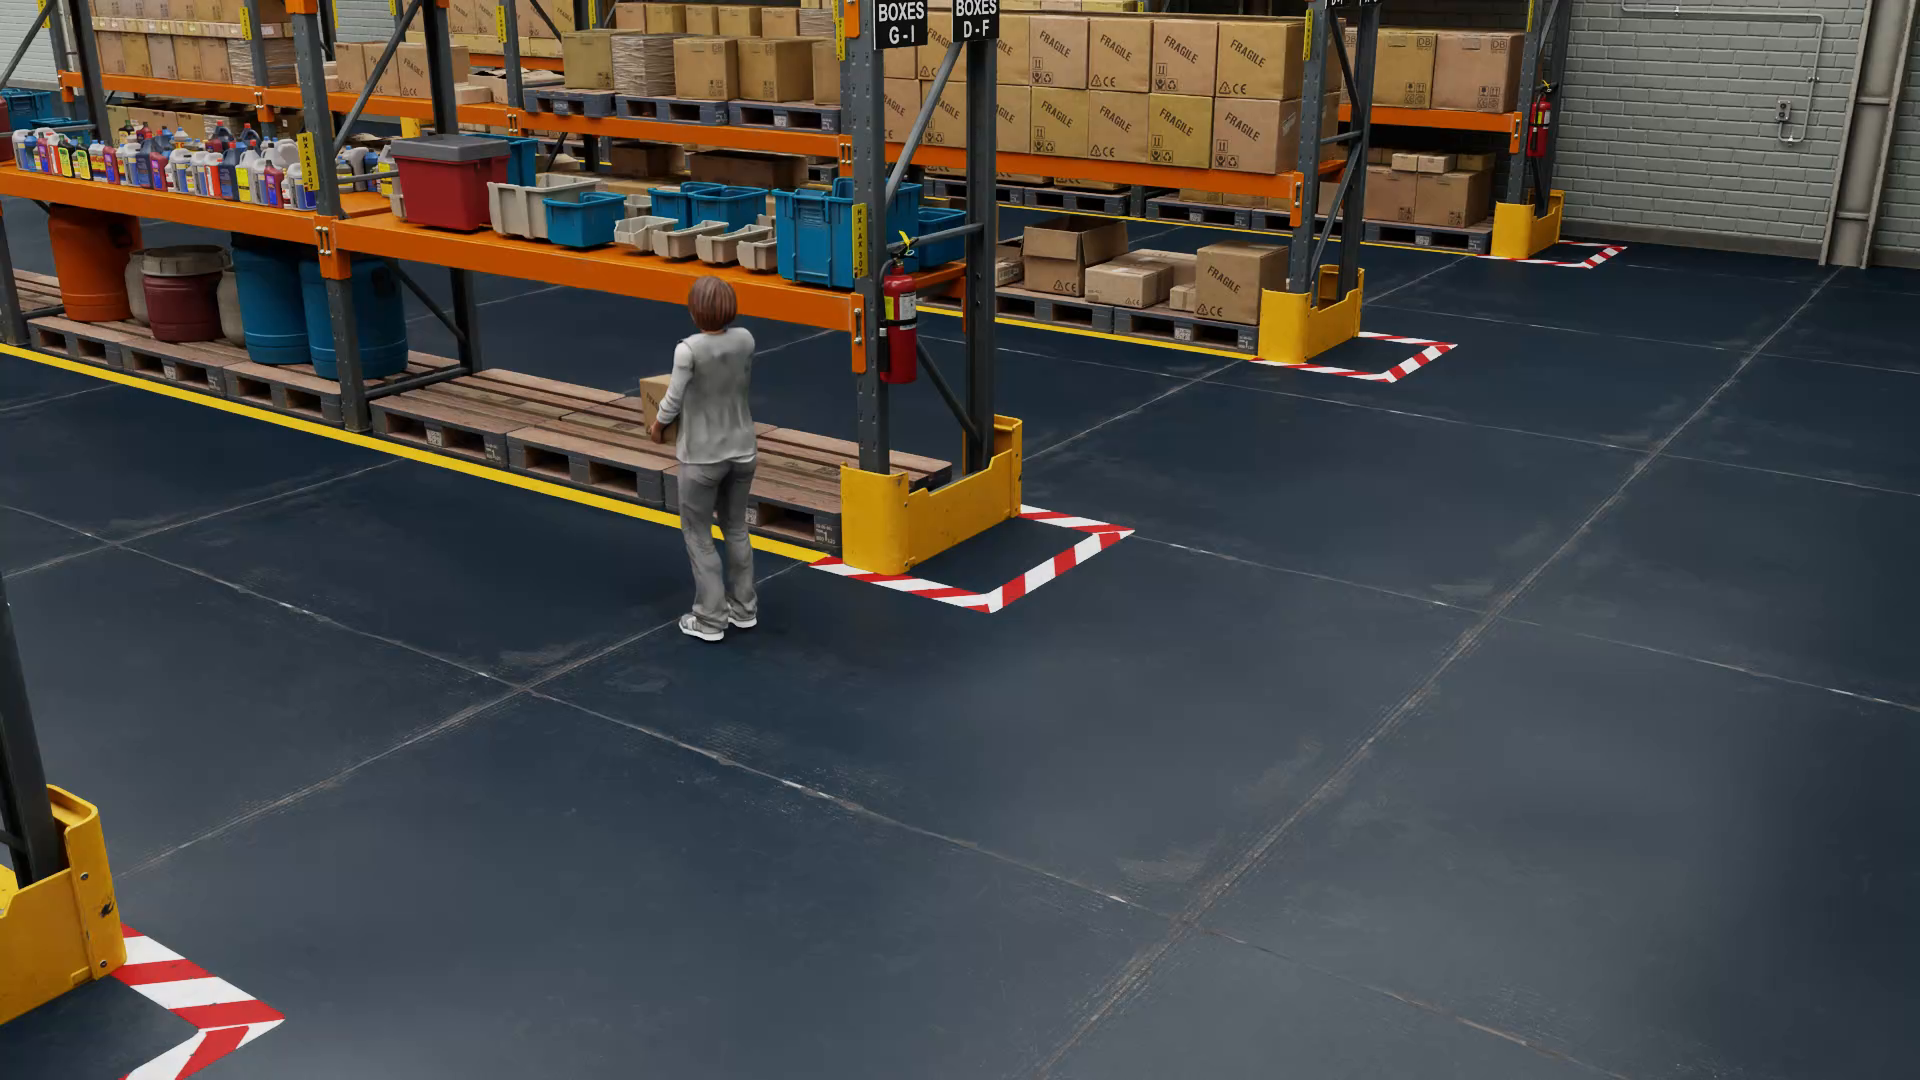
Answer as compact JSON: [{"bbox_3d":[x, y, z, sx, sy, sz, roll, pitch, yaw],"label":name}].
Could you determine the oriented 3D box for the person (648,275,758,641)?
[{"bbox_3d":[-1.084,-0.364,7.091,0.406,1.588,0.495,-16,26,-37],"label":"person"}]
